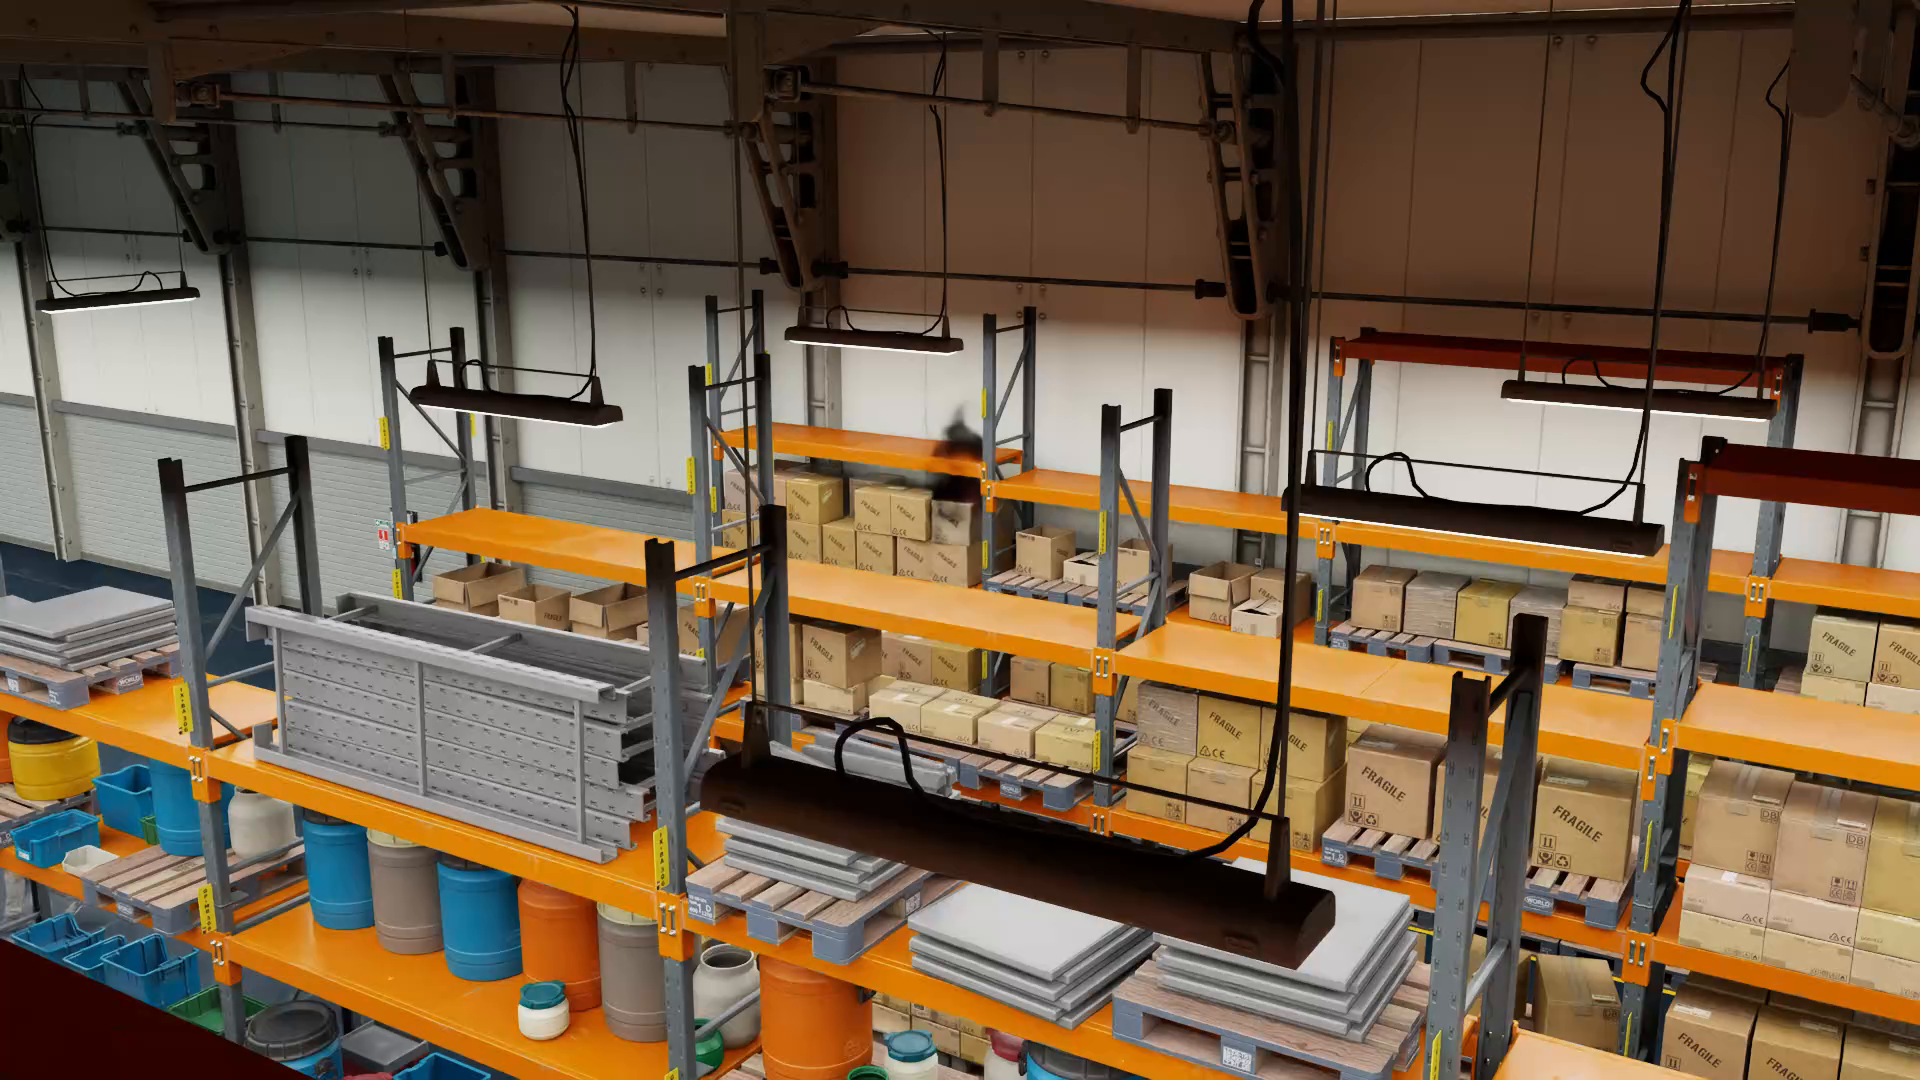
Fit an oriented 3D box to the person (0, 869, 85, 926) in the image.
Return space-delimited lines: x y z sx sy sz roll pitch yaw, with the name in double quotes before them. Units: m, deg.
"person" -9.488 3.154 16.980 0.877 1.689 0.594 -10 17 -35
